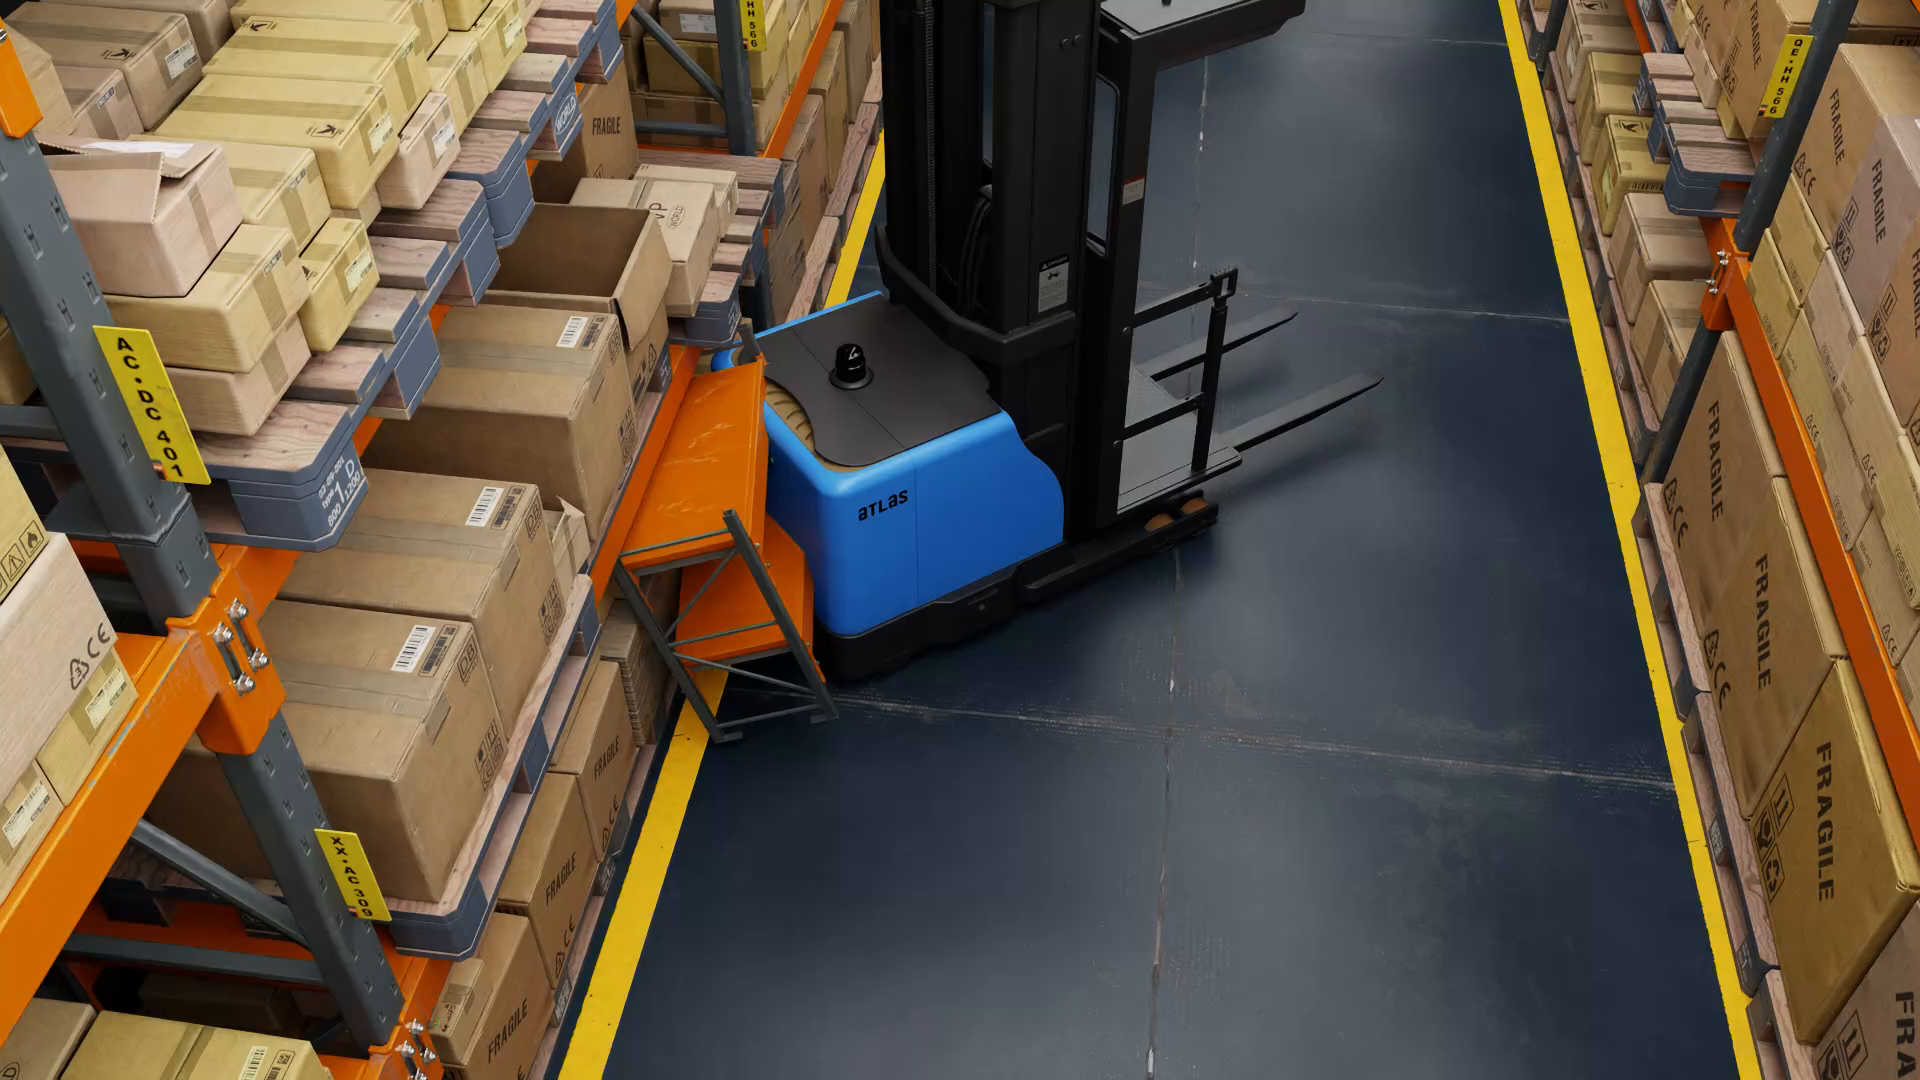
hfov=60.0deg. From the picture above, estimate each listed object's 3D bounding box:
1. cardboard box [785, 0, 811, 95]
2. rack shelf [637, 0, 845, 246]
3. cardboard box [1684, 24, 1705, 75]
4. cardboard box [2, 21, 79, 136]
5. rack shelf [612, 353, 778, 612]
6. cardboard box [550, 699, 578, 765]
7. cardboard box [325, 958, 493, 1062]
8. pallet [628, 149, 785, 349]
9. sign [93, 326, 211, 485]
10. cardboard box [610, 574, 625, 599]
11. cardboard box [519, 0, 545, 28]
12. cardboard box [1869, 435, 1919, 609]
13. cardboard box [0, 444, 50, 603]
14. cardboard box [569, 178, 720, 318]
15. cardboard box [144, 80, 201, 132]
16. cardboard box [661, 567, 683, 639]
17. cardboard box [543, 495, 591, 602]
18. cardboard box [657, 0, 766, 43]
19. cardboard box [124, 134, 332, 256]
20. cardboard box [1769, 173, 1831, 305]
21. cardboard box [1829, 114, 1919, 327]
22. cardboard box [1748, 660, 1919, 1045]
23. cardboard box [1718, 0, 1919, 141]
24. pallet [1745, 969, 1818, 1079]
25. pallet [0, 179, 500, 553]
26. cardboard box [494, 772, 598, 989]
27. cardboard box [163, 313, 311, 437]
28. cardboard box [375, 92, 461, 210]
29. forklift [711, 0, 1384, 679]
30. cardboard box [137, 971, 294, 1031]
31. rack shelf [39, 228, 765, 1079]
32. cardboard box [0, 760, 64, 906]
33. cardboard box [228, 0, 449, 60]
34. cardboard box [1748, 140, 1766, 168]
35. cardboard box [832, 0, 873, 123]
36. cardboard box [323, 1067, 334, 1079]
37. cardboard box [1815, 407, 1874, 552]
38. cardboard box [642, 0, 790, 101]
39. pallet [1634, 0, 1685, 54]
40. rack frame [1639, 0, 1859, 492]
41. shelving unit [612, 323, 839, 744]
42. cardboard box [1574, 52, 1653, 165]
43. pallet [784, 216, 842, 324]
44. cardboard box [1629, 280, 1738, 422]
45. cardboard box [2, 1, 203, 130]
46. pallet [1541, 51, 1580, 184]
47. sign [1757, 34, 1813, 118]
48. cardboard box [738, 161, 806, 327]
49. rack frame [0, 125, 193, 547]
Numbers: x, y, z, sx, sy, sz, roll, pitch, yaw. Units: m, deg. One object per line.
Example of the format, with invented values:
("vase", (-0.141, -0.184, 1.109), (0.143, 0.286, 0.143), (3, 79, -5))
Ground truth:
("cardboard box", (-0.980, -2.281, 7.608), (0.500, 0.250, 0.500), (4, 44, 5))
("rack shelf", (-1.088, -2.814, 8.586), (1.077, 0.370, 4.000), (5, 44, 6))
("cardboard box", (3.372, -2.106, 7.192), (0.380, 0.149, 0.250), (3, 44, 4))
("cardboard box", (-1.907, -0.830, 3.072), (0.396, 0.266, 0.258), (5, 44, 6))
("rack shelf", (-0.947, -0.217, 6.139), (0.538, 0.278, 1.000), (-13, 44, 9))
("cardboard box", (-1.495, 0.586, 5.512), (0.380, 0.149, 0.250), (5, 44, 5))
("cardboard box", (-1.570, 1.313, 4.745), (0.380, 0.149, 0.250), (7, 44, 7))
("pallet", (-1.373, -1.175, 6.471), (1.213, 0.211, 1.003), (5, 44, 6))
("sign", (-1.343, -0.219, 2.764), (0.100, 0.325, 0.005), (5, 44, 6))
("cardboard box", (-1.370, 0.068, 6.060), (0.380, 0.149, 0.250), (3, 44, 4))
("cardboard box", (-1.270, -1.391, 4.182), (0.380, 0.149, 0.250), (6, 44, 6))
("cardboard box", (3.028, -0.033, 4.871), (0.500, 0.250, 0.500), (6, 44, 6))
("cardboard box", (-1.710, 0.055, 2.380), (0.500, 0.250, 0.500), (5, 44, 6))
("cardboard box", (-1.171, -1.062, 6.016), (0.500, 0.250, 0.500), (3, 44, 4))
("cardboard box", (-1.902, -0.923, 3.688), (0.380, 0.149, 0.250), (4, 44, 4))
("cardboard box", (-1.339, 0.047, 6.553), (0.500, 0.500, 0.500), (7, 44, 7))
("cardboard box", (-1.318, -0.002, 4.885), (0.396, 0.266, 0.258), (7, 44, 8))
("cardboard box", (-1.019, -2.175, 6.843), (0.380, 0.149, 0.250), (6, 44, 7))
("cardboard box", (-1.443, -0.633, 3.166), (0.380, 0.149, 0.250), (6, 44, 6))
("cardboard box", (3.256, -1.068, 5.964), (0.500, 0.250, 0.500), (5, 44, 5))
("cardboard box", (3.204, -1.010, 5.358), (0.500, 0.500, 0.500), (5, 44, 6))
("cardboard box", (3.153, 1.035, 5.237), (0.875, 0.875, 0.875), (6, 44, 7))
("cardboard box", (3.352, -1.896, 6.498), (0.500, 0.500, 0.500), (4, 44, 4))
("pallet", (3.066, 1.942, 5.068), (1.003, 0.211, 1.213), (5, 44, 6))
("pallet", (-1.726, -0.446, 3.516), (1.213, 0.211, 1.003), (5, 44, 6))
("cardboard box", (-1.534, 1.096, 5.446), (0.500, 0.500, 0.500), (5, 44, 5))
("cardboard box", (-1.448, -0.341, 3.073), (0.380, 0.149, 0.250), (6, 44, 6))
("cardboard box", (-1.325, -0.860, 3.622), (0.380, 0.149, 0.250), (6, 44, 6))
("forklift", (0.526, -1.296, 6.509), (3.031, 2.935, 1.130), (-24, 48, -23))
("cardboard box", (-2.119, 1.256, 4.805), (0.380, 0.149, 0.250), (4, 44, 4))
("rack shelf", (-1.617, -0.088, 5.707), (1.077, 0.370, 4.000), (5, 44, 6))
("cardboard box", (-1.672, 0.454, 2.612), (0.380, 0.149, 0.250), (5, 44, 5))
("cardboard box", (-1.384, -1.160, 3.722), (0.380, 0.149, 0.250), (6, 44, 6))
("cardboard box", (3.378, -1.570, 6.626), (0.380, 0.149, 0.250), (7, 44, 7))
("cardboard box", (-0.992, -2.844, 9.516), (0.875, 0.625, 0.625), (5, 44, 5))
("cardboard box", (-1.673, 1.345, 3.853), (0.380, 0.149, 0.250), (6, 44, 6))
("cardboard box", (3.128, -0.190, 5.401), (0.500, 0.250, 0.500), (7, 44, 7))
("cardboard box", (-1.027, -2.118, 7.072), (0.500, 0.250, 0.500), (5, 44, 5))
("pallet", (3.789, -2.547, 7.920), (1.003, 0.211, 1.213), (5, 44, 6))
("rack frame", (3.568, -1.264, 6.425), (1.000, 3.000, 0.127), (5, 44, 6))
("shelving unit", (-0.871, -0.019, 6.341), (0.538, 1.125, 1.048), (-13, 44, 9))
("cardboard box", (3.938, -2.340, 9.168), (0.950, 0.372, 0.625), (8, 44, 8))
("pallet", (-1.205, -1.258, 8.447), (1.003, 0.211, 1.213), (5, 44, 6))
("cardboard box", (3.652, -0.846, 7.590), (0.950, 0.372, 0.625), (3, 43, 3))
("cardboard box", (-1.878, -1.022, 3.576), (0.380, 0.149, 0.250), (6, 44, 7))
("pallet", (3.995, -2.447, 9.703), (1.003, 0.211, 1.213), (5, 44, 6))
("sign", (3.029, -1.698, 6.100), (0.100, 0.325, 0.005), (5, 44, 6))
("cardboard box", (-1.257, -1.427, 8.019), (0.875, 0.625, 0.625), (7, 44, 7))
("rack frame", (-1.882, -1.165, 1.957), (1.000, 3.000, 0.127), (5, 44, 6))
